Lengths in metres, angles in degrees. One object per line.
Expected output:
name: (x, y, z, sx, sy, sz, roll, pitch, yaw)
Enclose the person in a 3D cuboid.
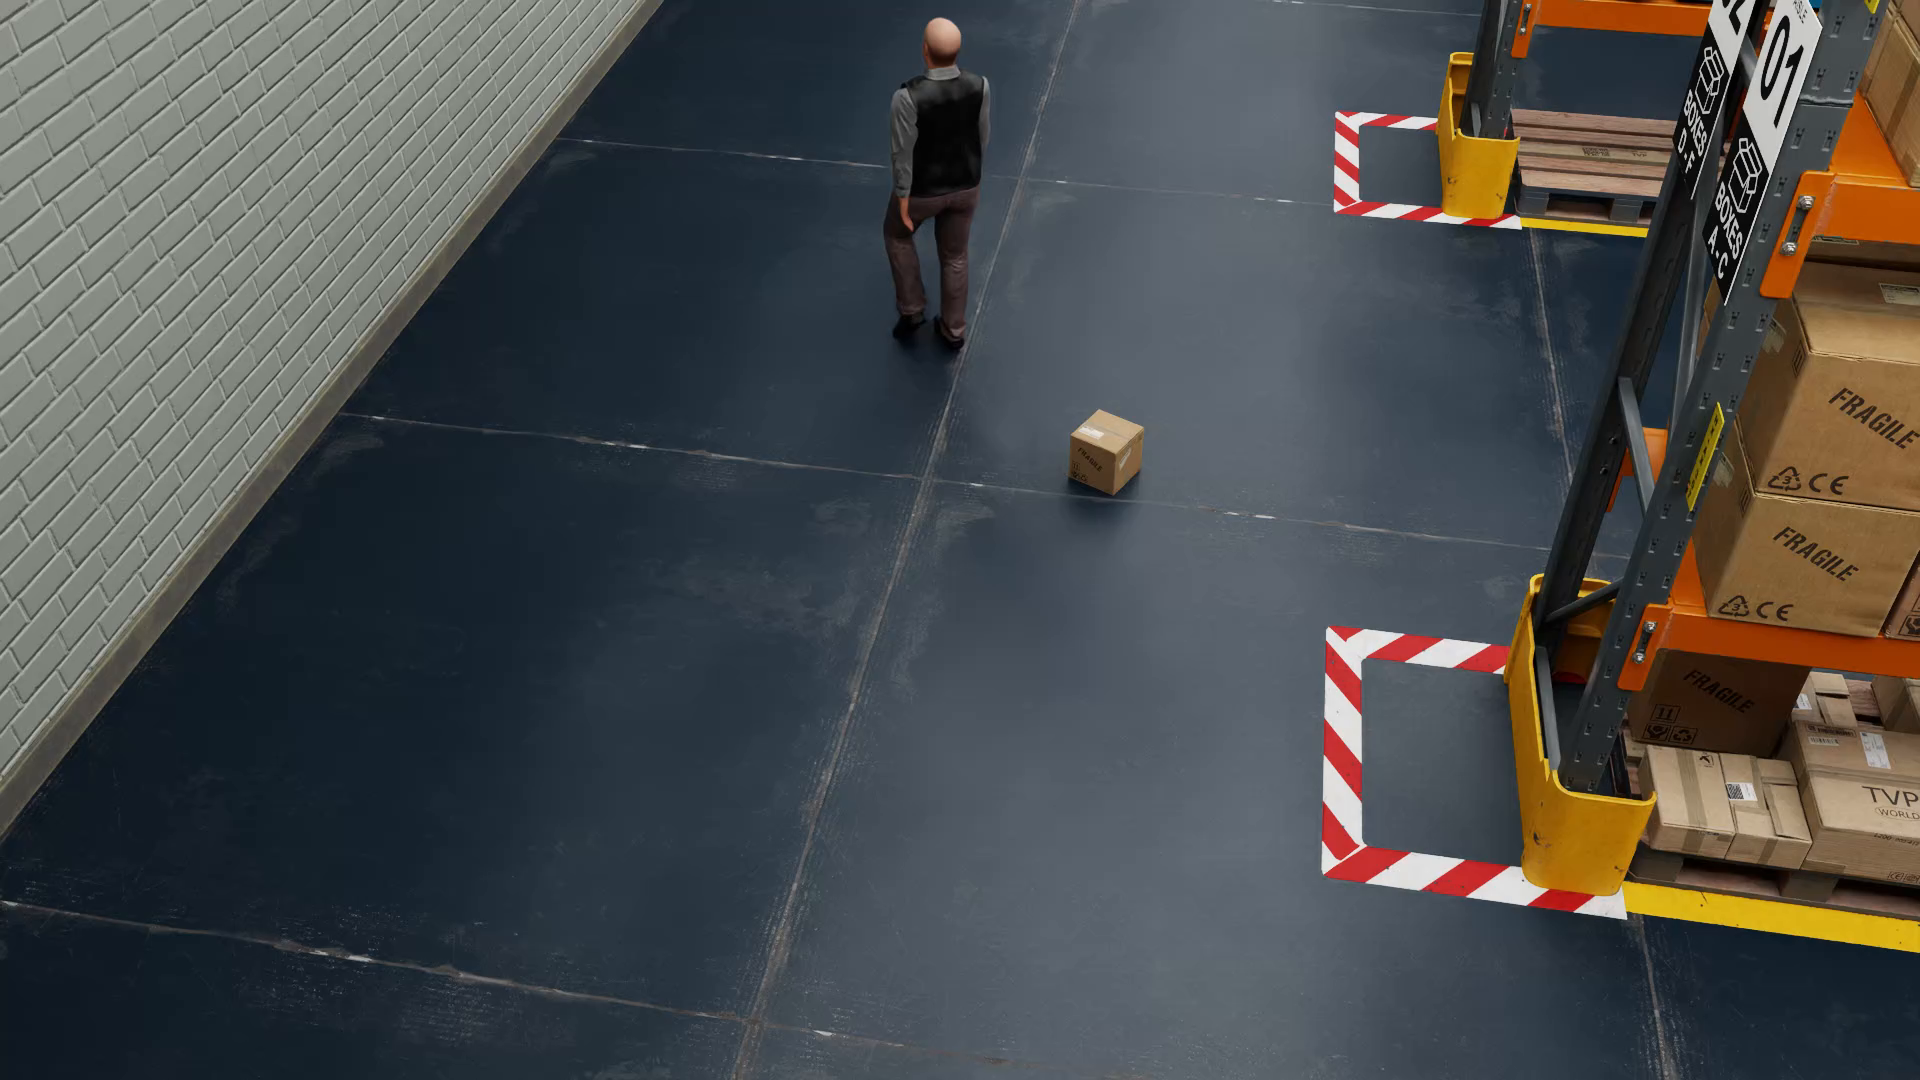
person: (-0.114, -1.736, 8.245, 0.539, 1.786, 0.498, -14, 42, -15)
